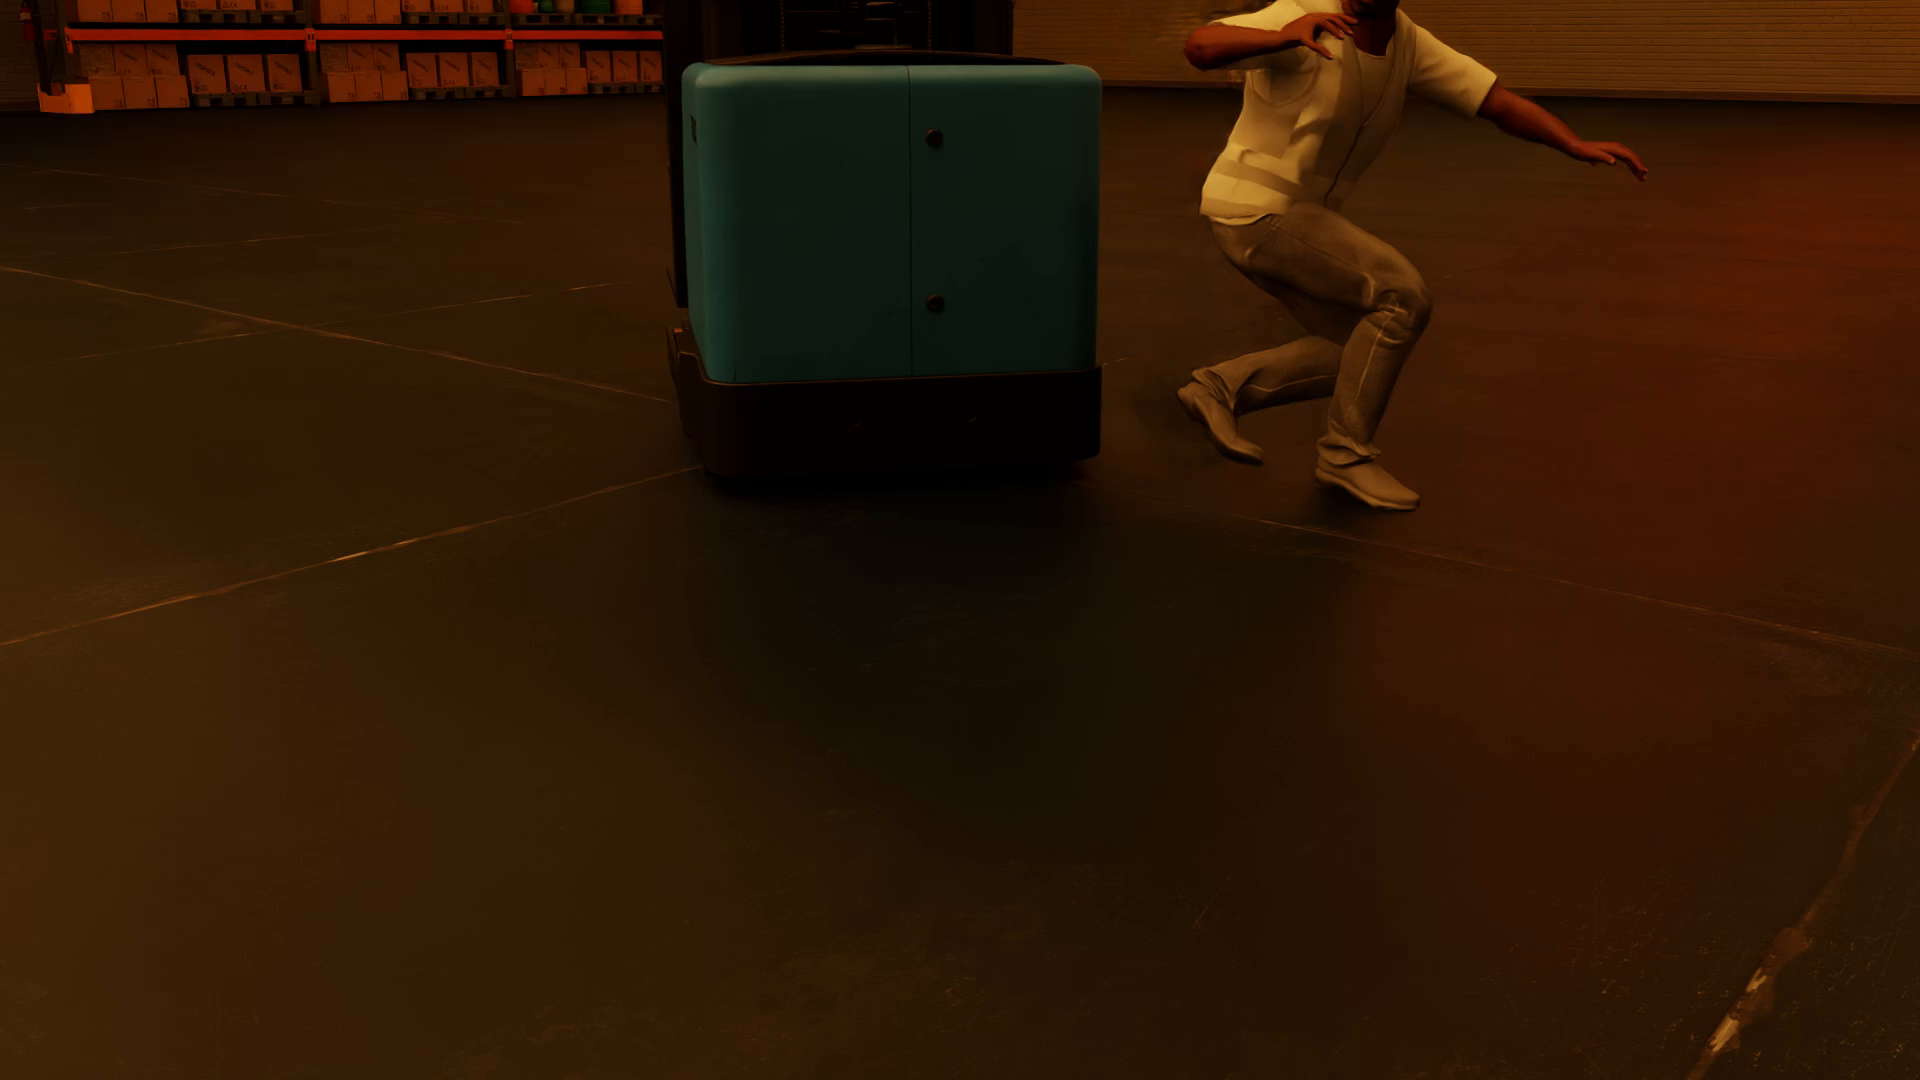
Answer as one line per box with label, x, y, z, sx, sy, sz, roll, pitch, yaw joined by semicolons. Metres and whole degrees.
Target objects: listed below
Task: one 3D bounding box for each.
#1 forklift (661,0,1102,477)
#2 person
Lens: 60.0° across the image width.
forklift;-0.426;-1.948;5.311;1.130;2.935;3.031;-3;17;-11
person;1.049;-0.806;4.069;1.103;1.483;0.842;10;19;29
